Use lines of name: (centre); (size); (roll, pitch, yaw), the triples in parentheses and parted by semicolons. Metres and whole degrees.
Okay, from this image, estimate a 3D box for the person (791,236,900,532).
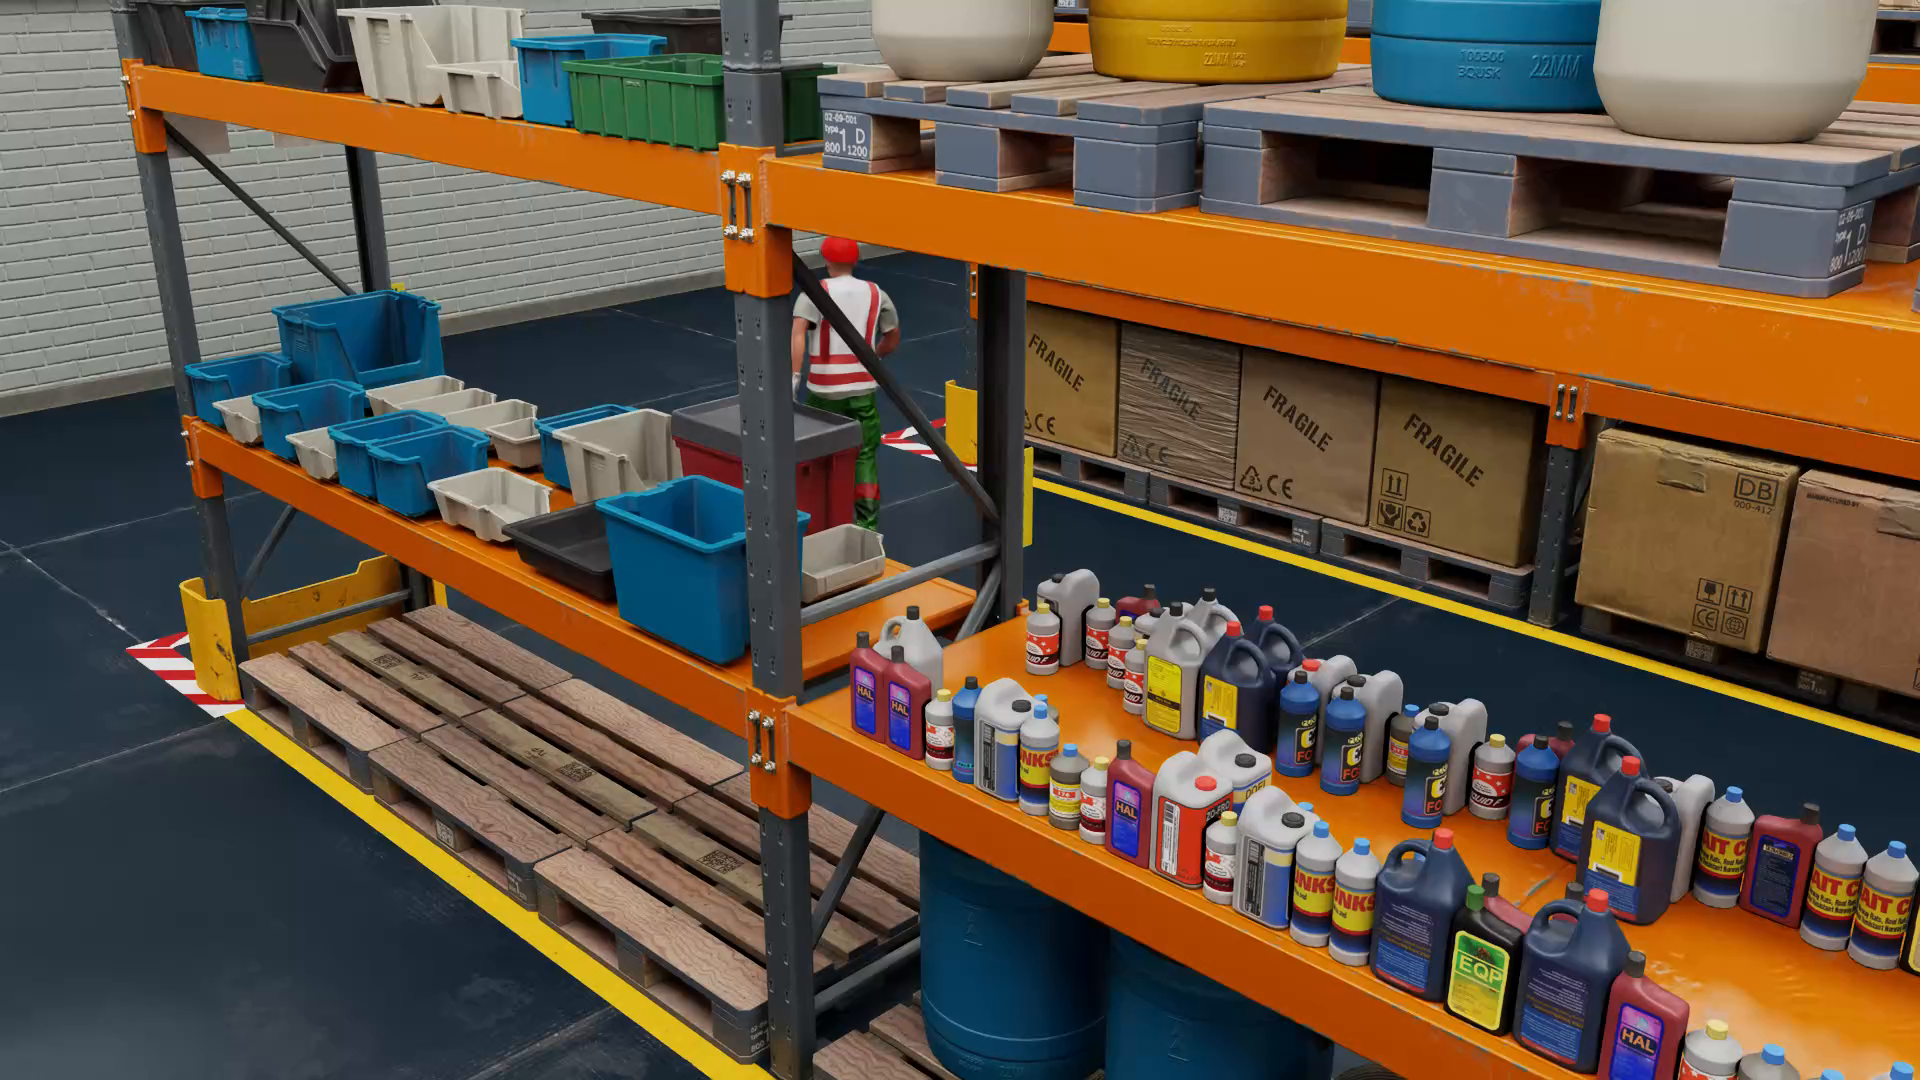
person: (-0.667, -0.835, 9.394); (0.713, 1.797, 0.800); (-5, 21, -14)
